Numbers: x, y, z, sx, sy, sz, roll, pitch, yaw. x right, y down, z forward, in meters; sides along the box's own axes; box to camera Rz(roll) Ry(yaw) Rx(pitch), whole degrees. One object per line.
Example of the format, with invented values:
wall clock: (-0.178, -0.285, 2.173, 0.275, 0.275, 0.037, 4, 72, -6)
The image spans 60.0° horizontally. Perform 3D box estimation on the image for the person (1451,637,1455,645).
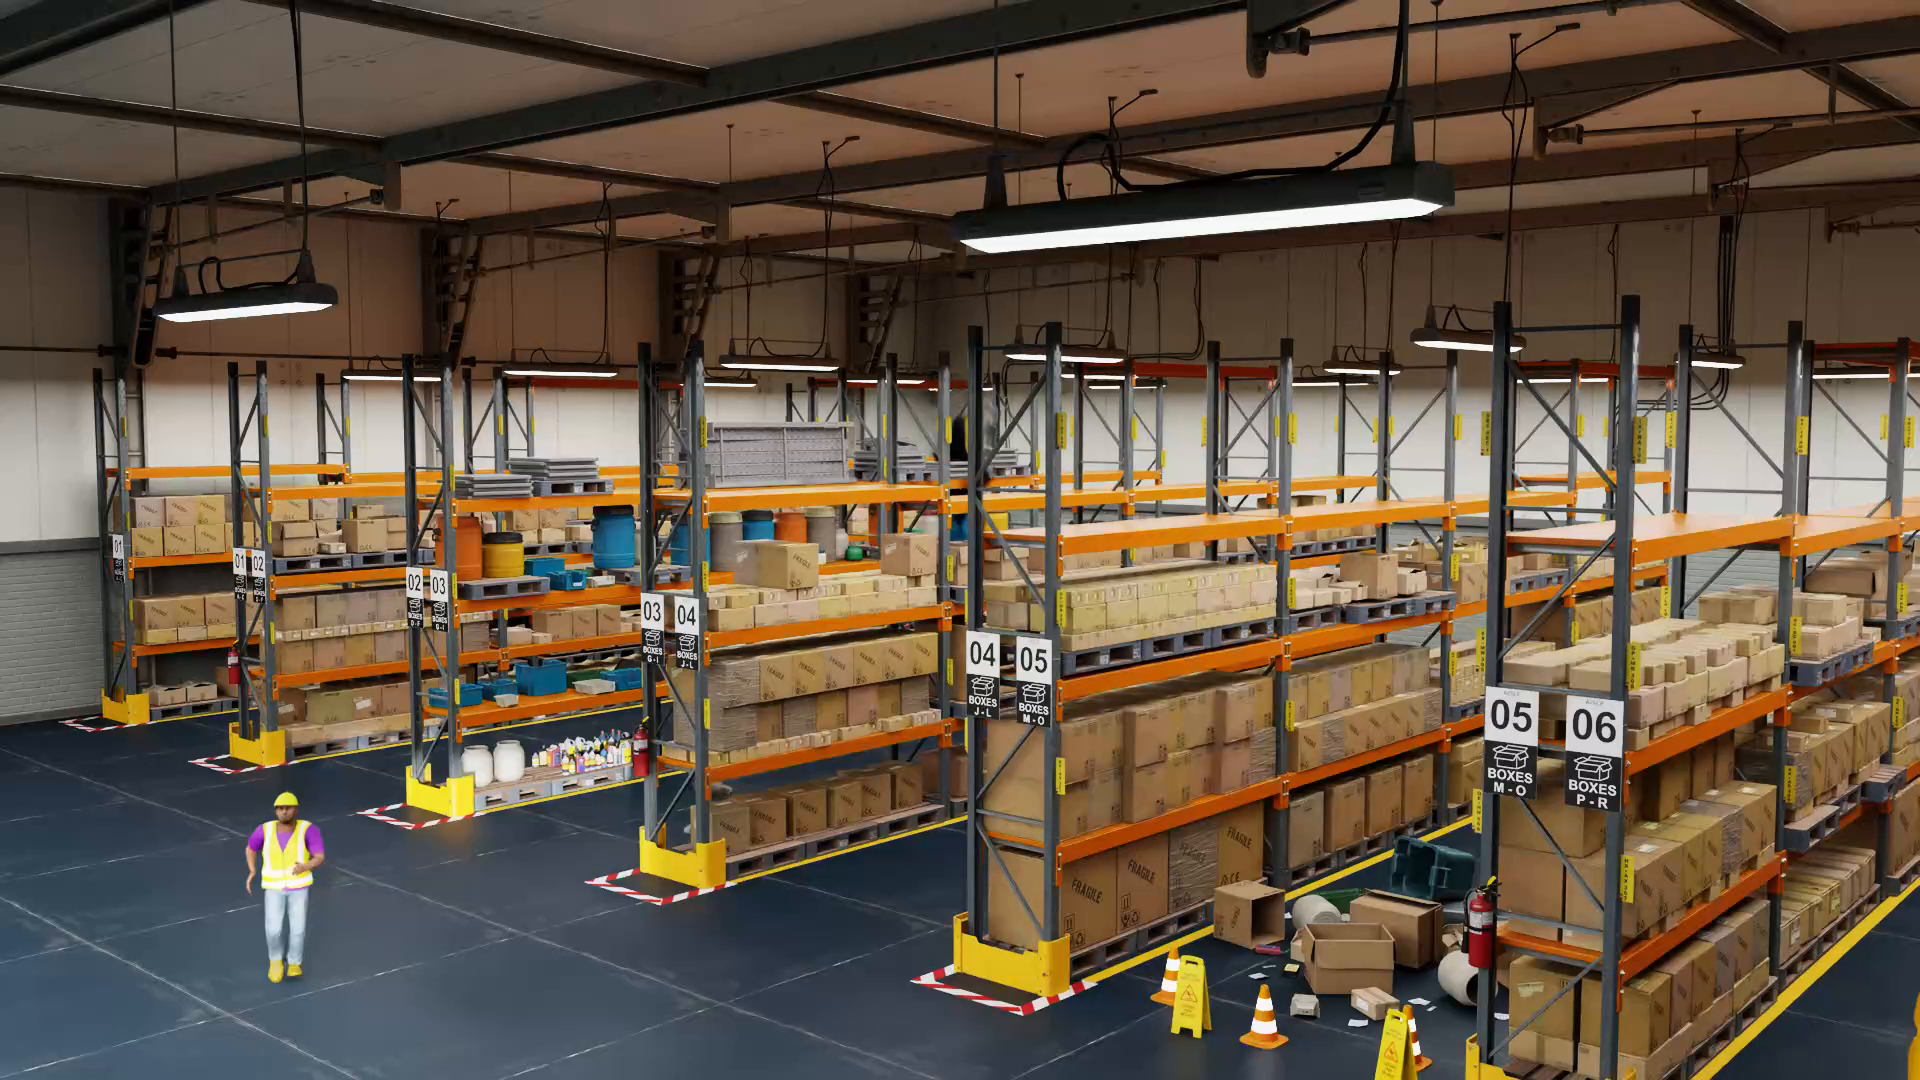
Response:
person: (7.704, 2.388, 26.111, 0.712, 1.748, 0.744, 4, 6, 42)

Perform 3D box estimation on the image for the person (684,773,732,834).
person: (-3.152, 2.754, 20.928, 0.709, 1.749, 0.945, 3, 5, 34)

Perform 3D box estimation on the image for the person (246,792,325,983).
person: (-6.142, 3.166, 15.150, 0.687, 1.734, 0.668, -2, 4, -20)
